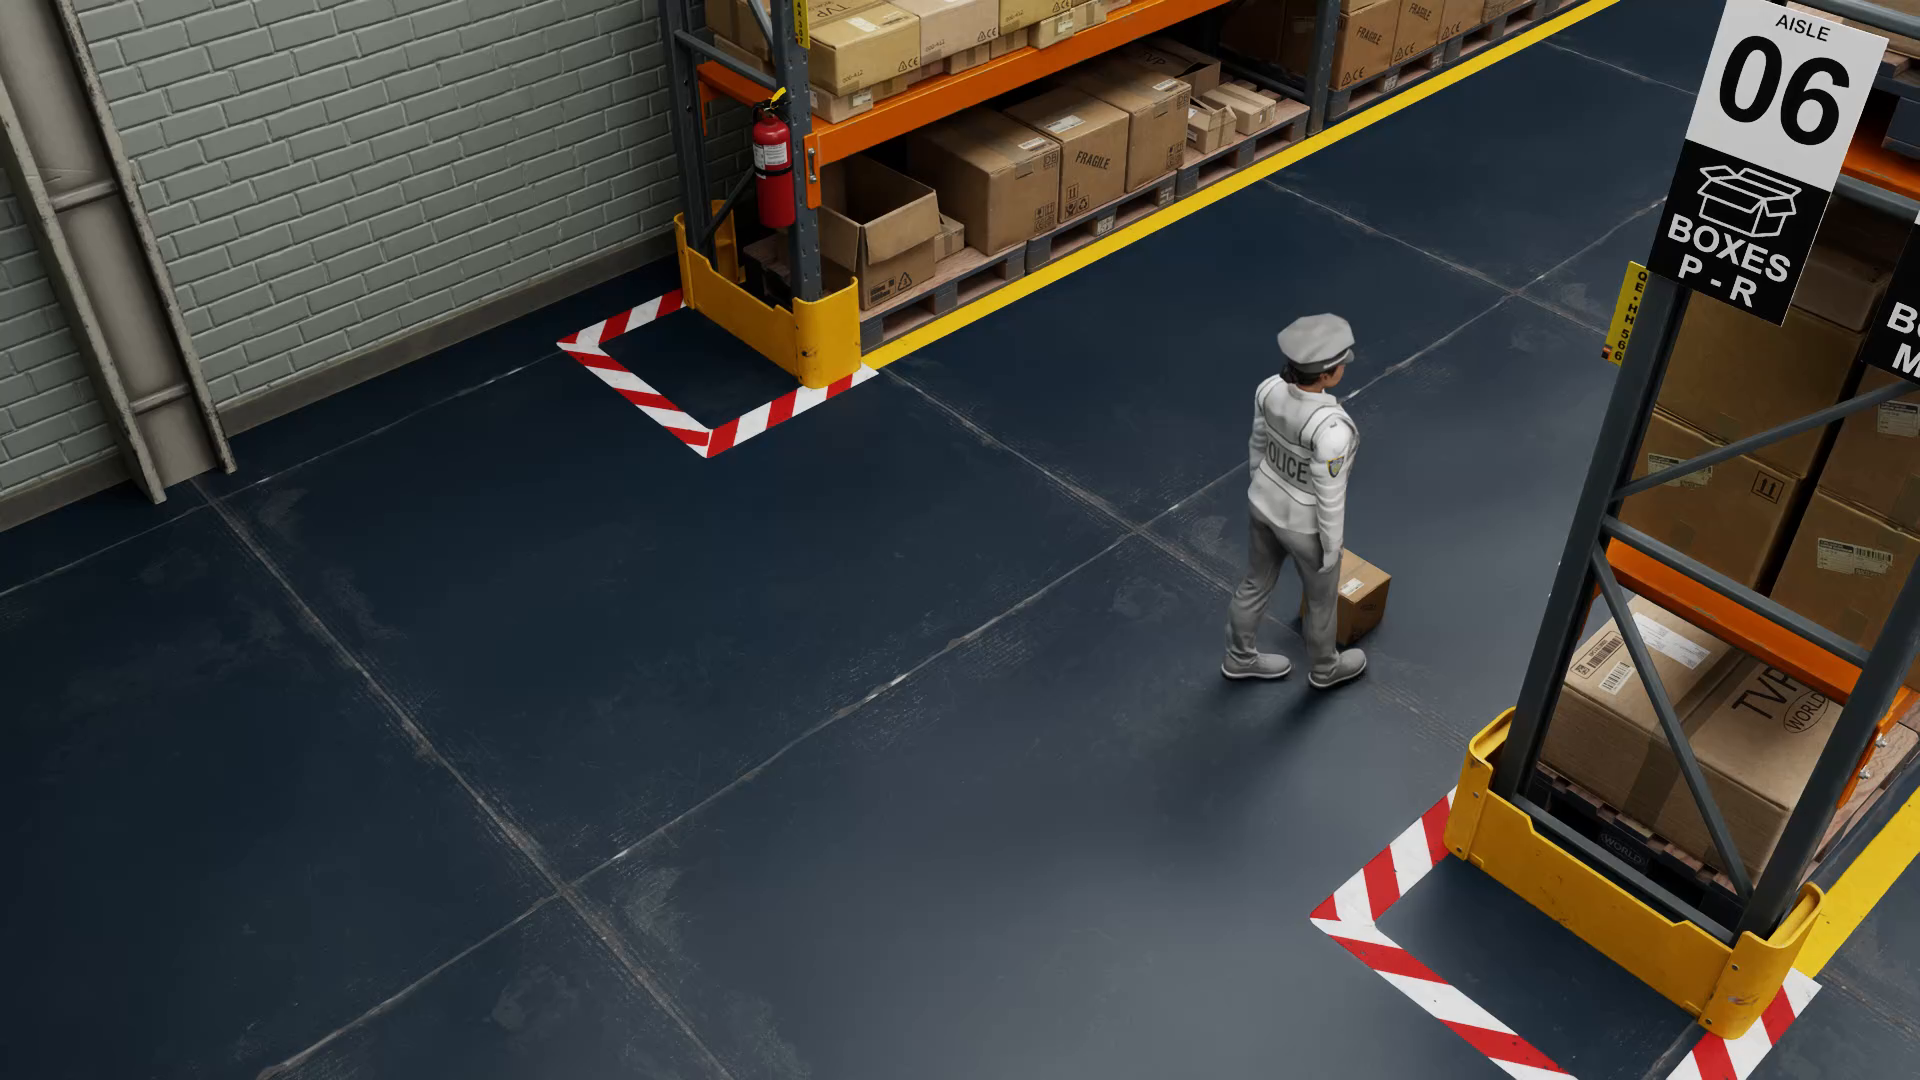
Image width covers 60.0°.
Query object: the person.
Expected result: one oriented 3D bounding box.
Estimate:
[{"bbox_3d":[1.351,-0.130,6.292,0.545,1.677,0.488,-21,45,-23],"label":"person"}]
